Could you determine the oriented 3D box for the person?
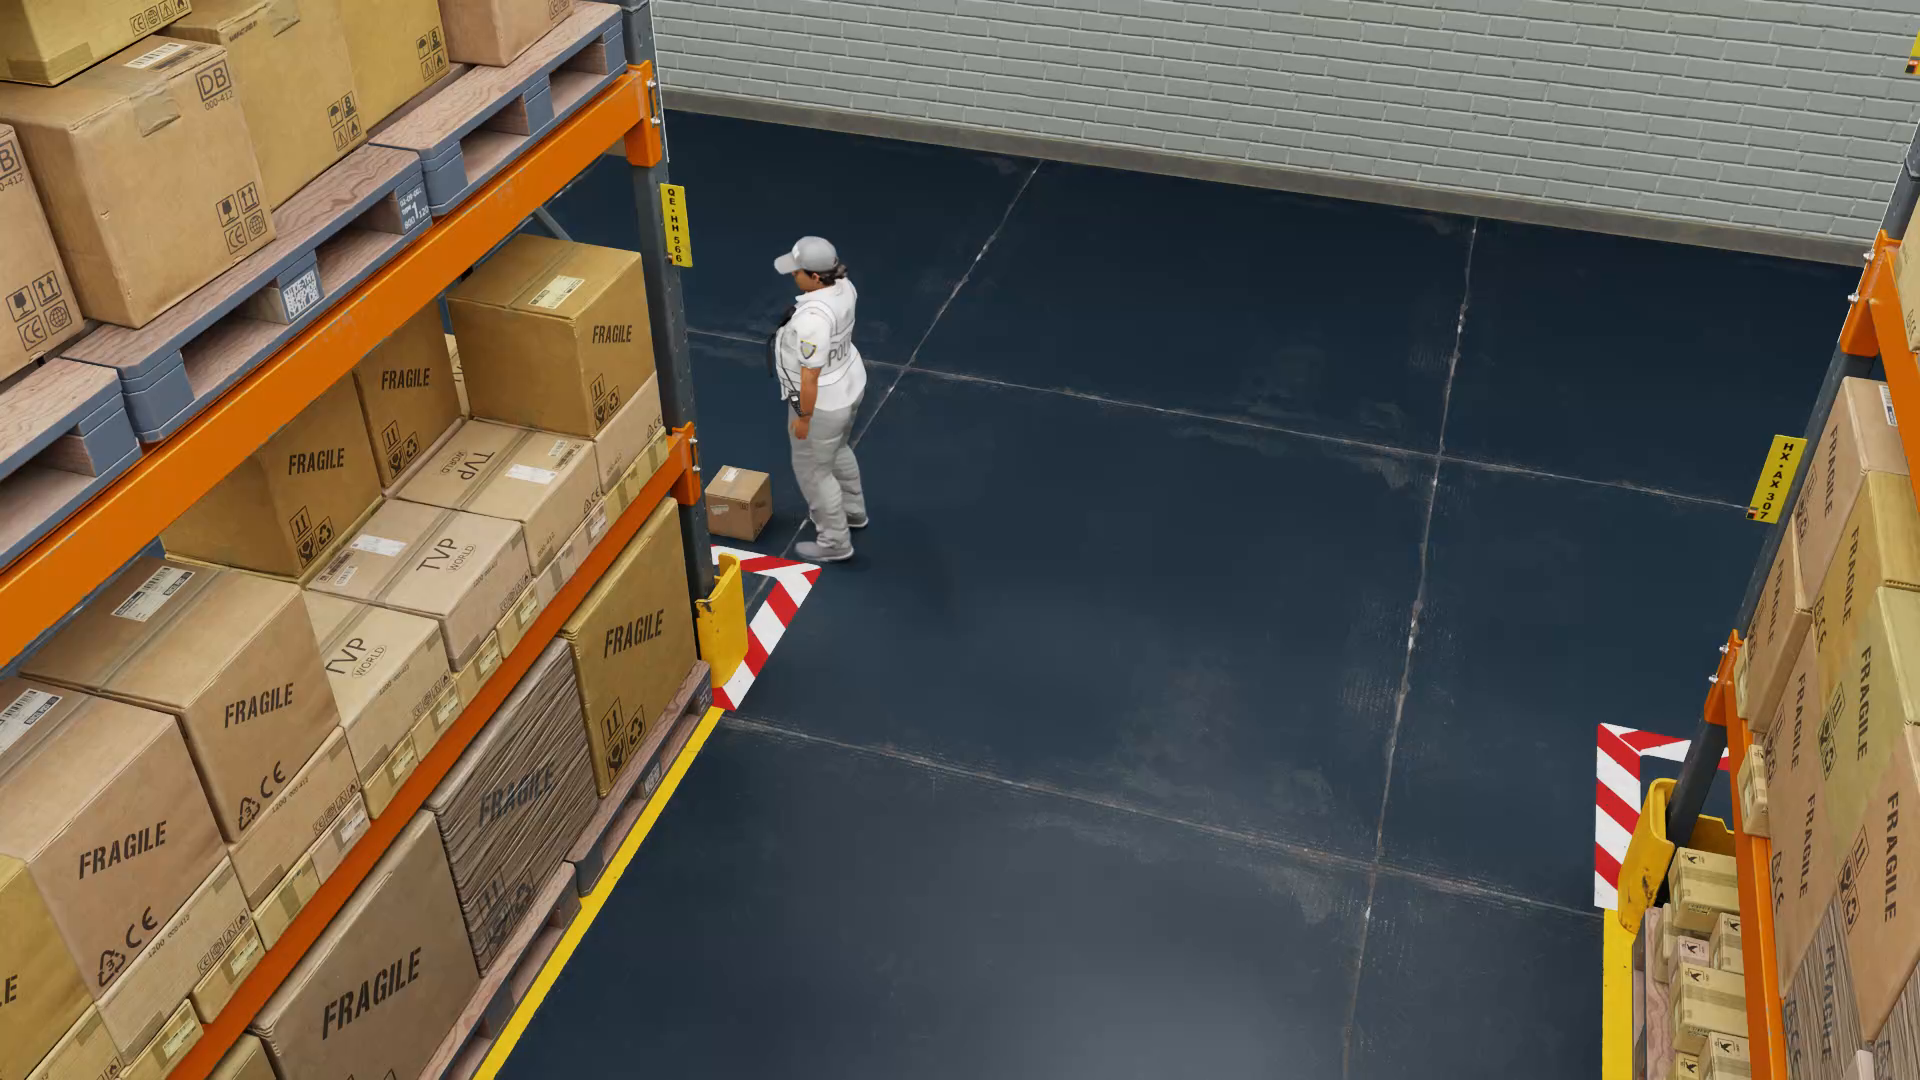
[{"bbox_3d":[-0.655,-0.655,7.766,0.382,1.670,0.468,10,38,13],"label":"person"}]
